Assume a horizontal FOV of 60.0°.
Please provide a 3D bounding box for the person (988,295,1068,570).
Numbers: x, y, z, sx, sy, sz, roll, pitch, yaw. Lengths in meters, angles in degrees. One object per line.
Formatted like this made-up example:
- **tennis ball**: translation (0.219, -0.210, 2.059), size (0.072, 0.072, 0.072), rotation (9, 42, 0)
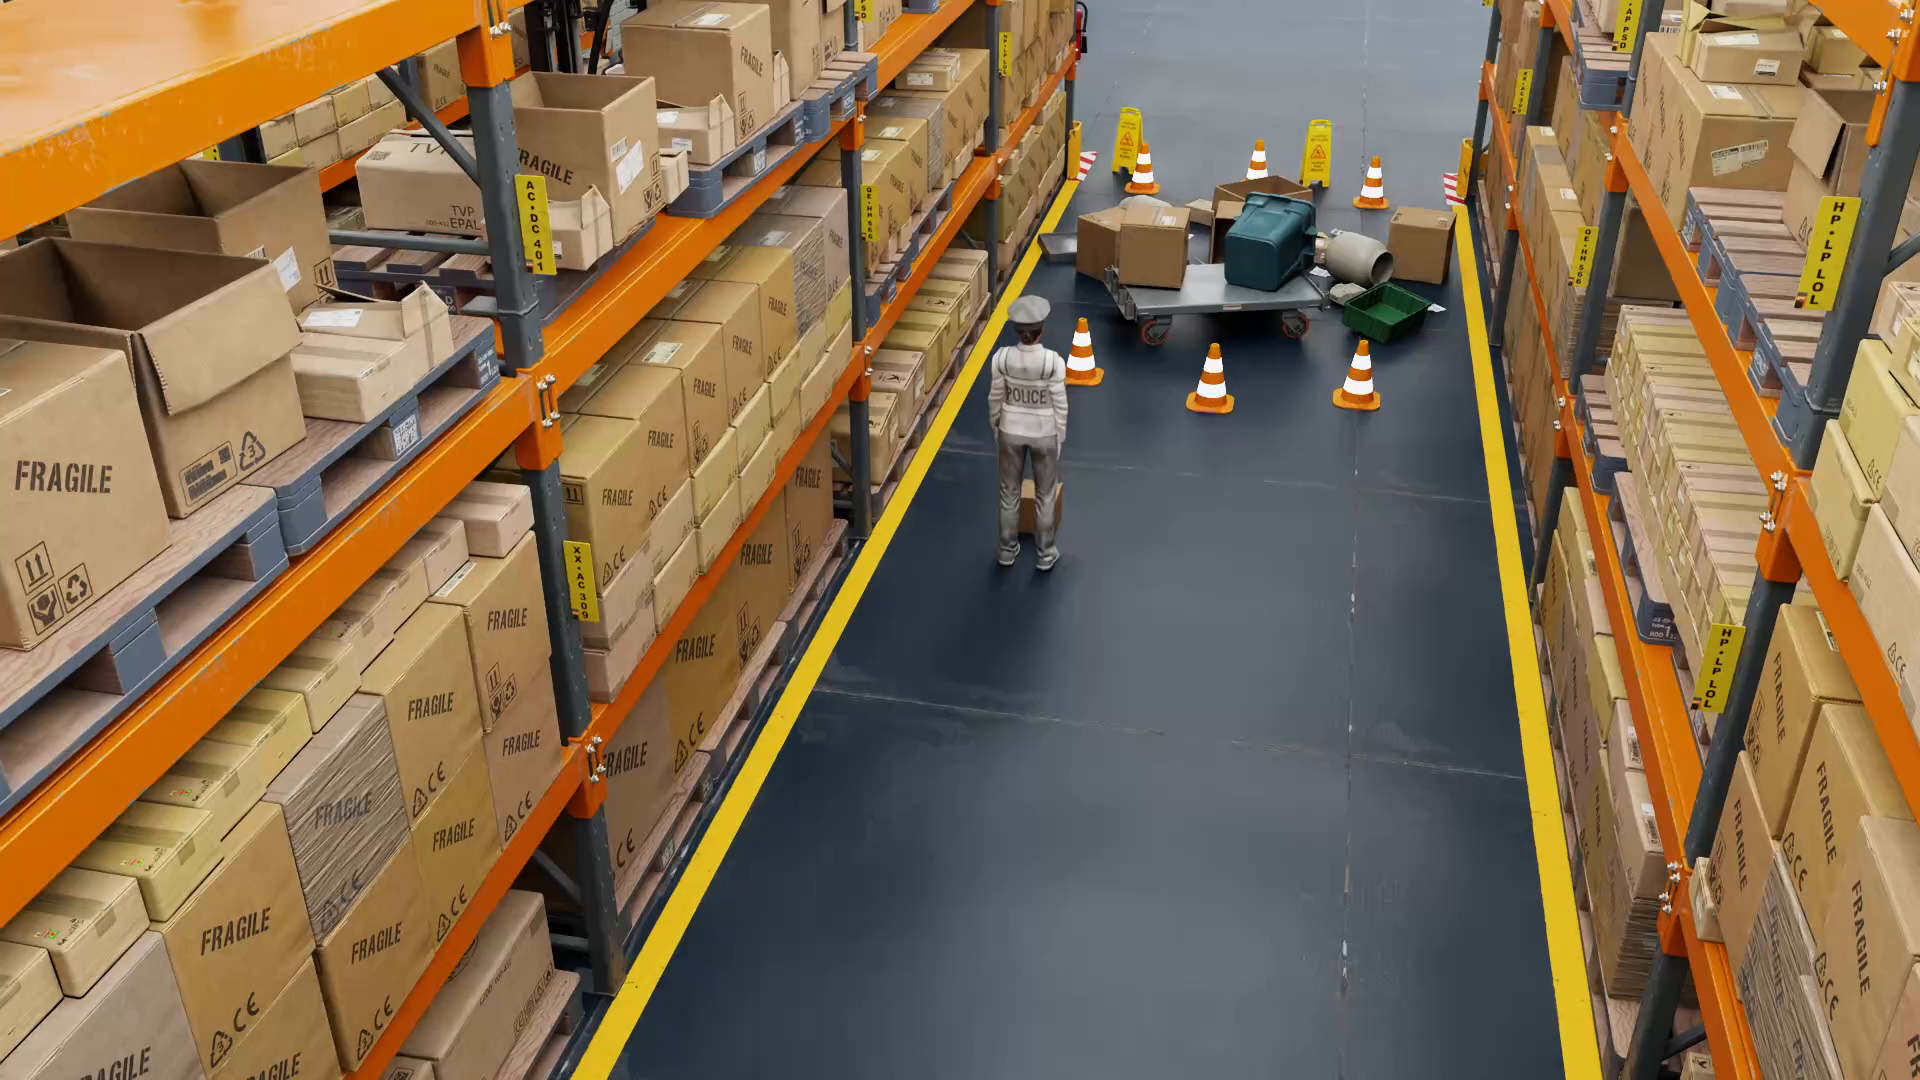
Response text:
- **person**: translation (0.397, -0.608, 9.685), size (0.473, 1.685, 0.345), rotation (6, 30, 11)
